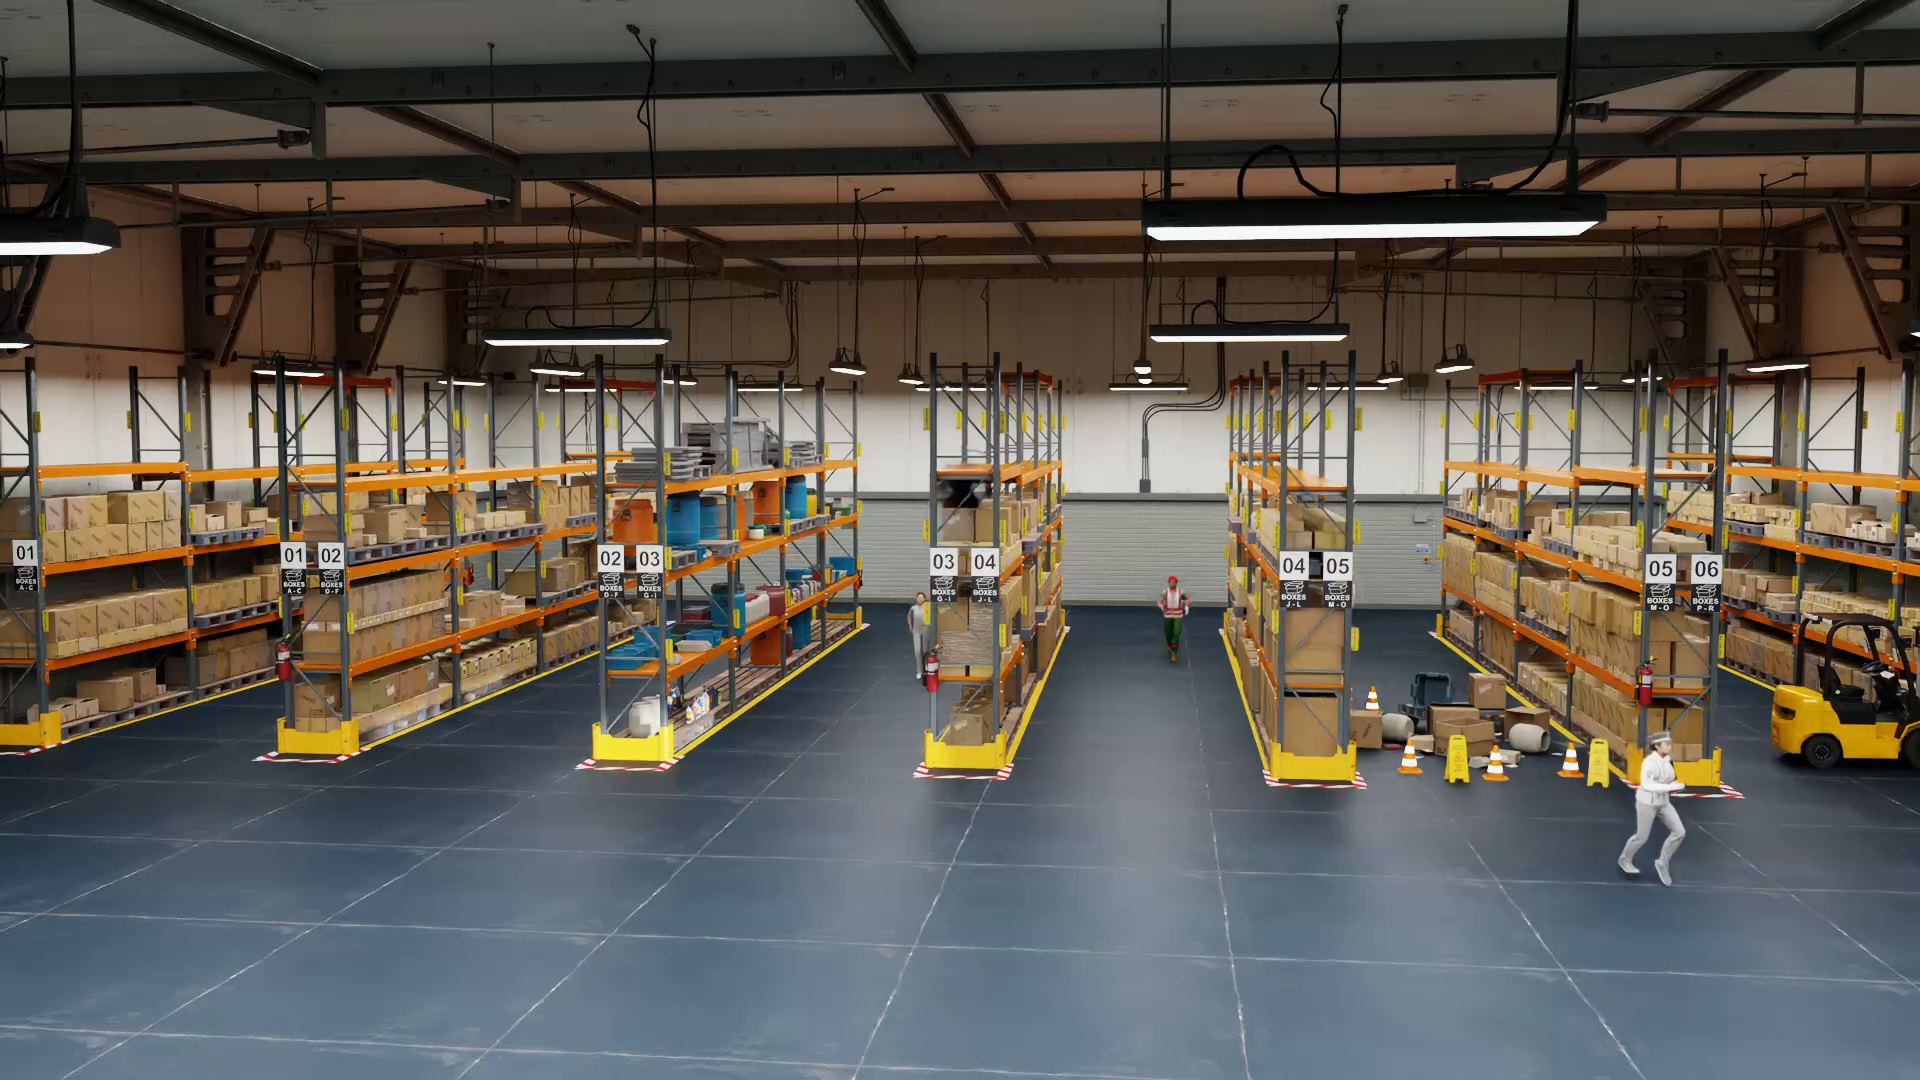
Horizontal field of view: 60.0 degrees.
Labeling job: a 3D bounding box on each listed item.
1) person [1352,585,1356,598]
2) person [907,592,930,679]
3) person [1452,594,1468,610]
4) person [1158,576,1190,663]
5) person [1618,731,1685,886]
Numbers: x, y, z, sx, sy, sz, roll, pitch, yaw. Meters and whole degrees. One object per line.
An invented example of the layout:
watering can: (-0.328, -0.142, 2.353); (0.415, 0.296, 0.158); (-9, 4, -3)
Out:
person: (8.720, 1.483, 37.958); (0.625, 1.658, 0.591); (-1, 4, -8)
person: (-0.766, 1.856, 32.765); (0.570, 1.672, 0.805); (0, 4, 6)
person: (12.085, 1.392, 39.773); (0.716, 1.648, 0.599); (2, 4, 24)
person: (4.489, 1.637, 34.996); (0.669, 1.779, 1.006); (1, 4, 11)
person: (7.537, 2.883, 18.086); (0.640, 1.695, 0.801); (-3, 5, -34)
